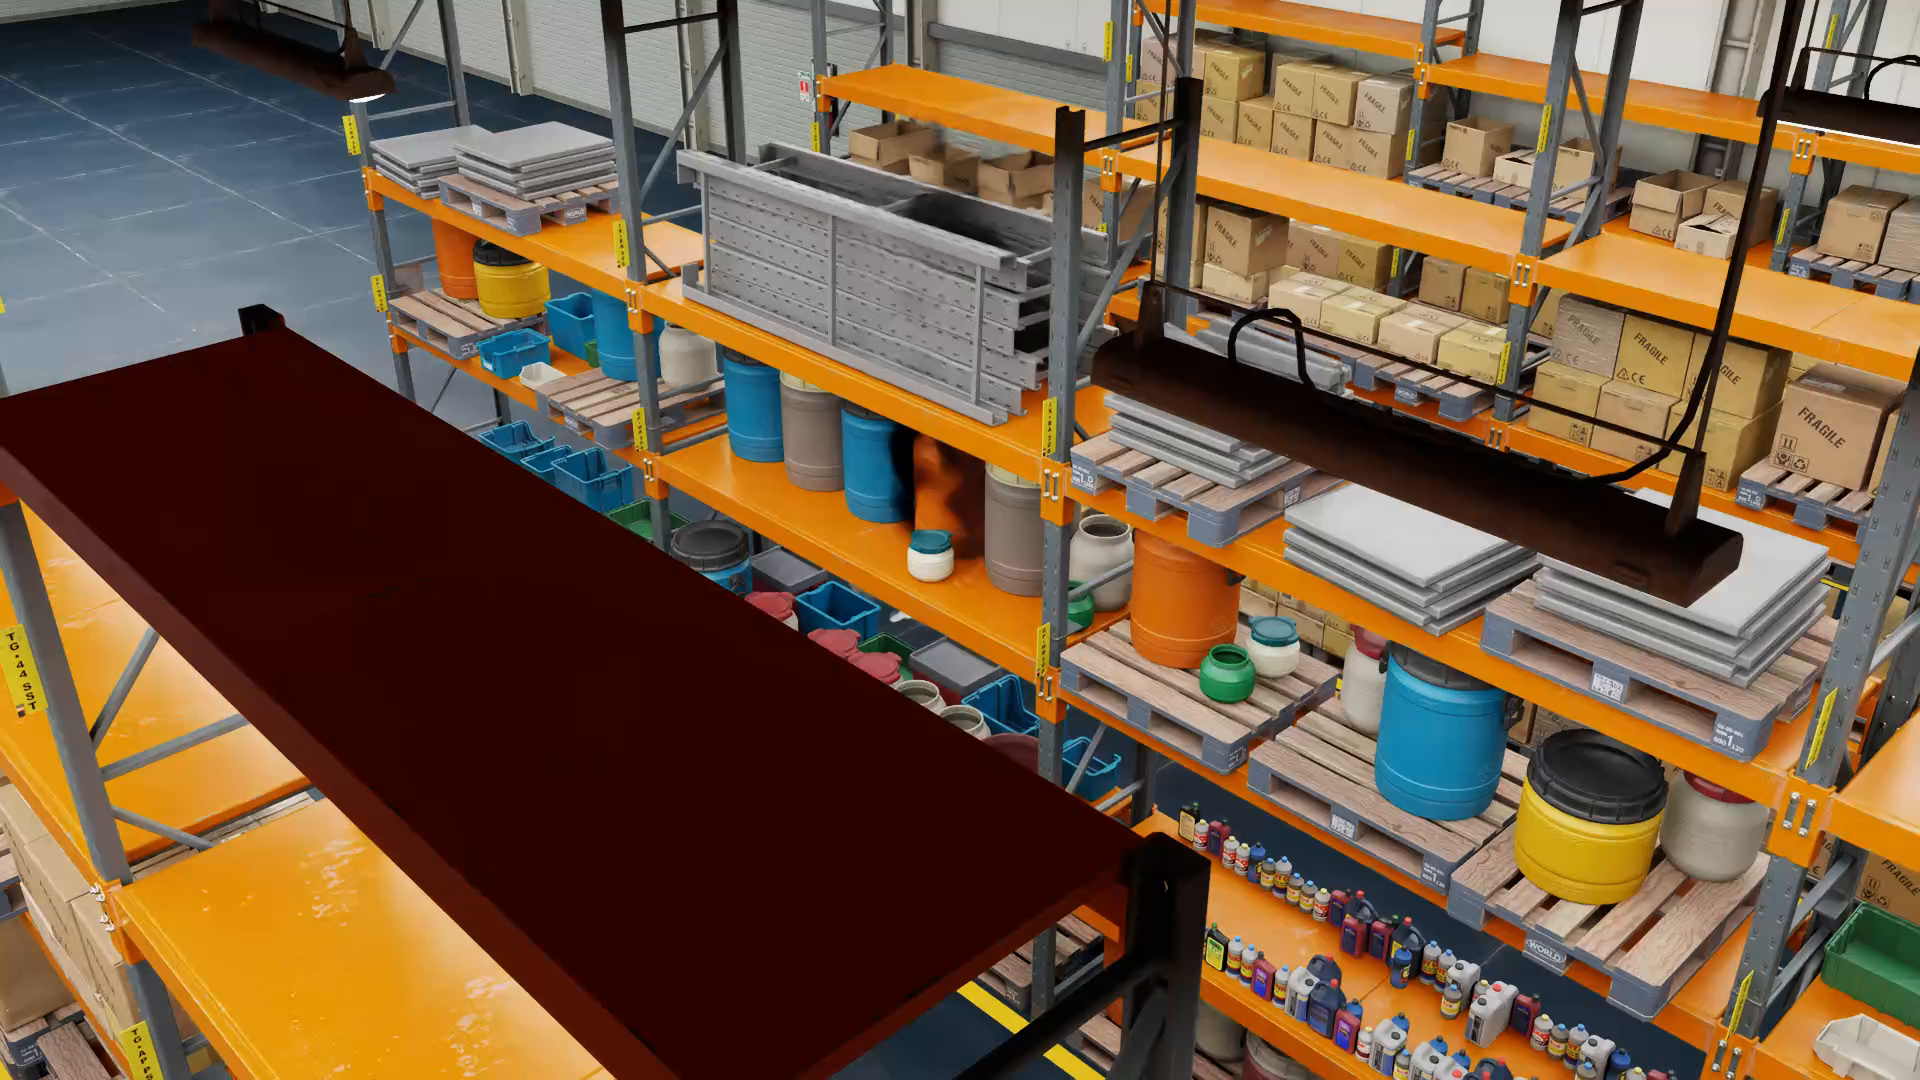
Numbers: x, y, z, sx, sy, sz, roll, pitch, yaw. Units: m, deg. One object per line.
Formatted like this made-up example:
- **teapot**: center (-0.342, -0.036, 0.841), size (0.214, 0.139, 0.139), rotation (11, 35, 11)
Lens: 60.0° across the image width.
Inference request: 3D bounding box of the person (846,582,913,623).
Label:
- **person**: center (-0.751, -0.111, 14.620), size (0.894, 1.819, 0.672), rotation (23, 36, 36)
